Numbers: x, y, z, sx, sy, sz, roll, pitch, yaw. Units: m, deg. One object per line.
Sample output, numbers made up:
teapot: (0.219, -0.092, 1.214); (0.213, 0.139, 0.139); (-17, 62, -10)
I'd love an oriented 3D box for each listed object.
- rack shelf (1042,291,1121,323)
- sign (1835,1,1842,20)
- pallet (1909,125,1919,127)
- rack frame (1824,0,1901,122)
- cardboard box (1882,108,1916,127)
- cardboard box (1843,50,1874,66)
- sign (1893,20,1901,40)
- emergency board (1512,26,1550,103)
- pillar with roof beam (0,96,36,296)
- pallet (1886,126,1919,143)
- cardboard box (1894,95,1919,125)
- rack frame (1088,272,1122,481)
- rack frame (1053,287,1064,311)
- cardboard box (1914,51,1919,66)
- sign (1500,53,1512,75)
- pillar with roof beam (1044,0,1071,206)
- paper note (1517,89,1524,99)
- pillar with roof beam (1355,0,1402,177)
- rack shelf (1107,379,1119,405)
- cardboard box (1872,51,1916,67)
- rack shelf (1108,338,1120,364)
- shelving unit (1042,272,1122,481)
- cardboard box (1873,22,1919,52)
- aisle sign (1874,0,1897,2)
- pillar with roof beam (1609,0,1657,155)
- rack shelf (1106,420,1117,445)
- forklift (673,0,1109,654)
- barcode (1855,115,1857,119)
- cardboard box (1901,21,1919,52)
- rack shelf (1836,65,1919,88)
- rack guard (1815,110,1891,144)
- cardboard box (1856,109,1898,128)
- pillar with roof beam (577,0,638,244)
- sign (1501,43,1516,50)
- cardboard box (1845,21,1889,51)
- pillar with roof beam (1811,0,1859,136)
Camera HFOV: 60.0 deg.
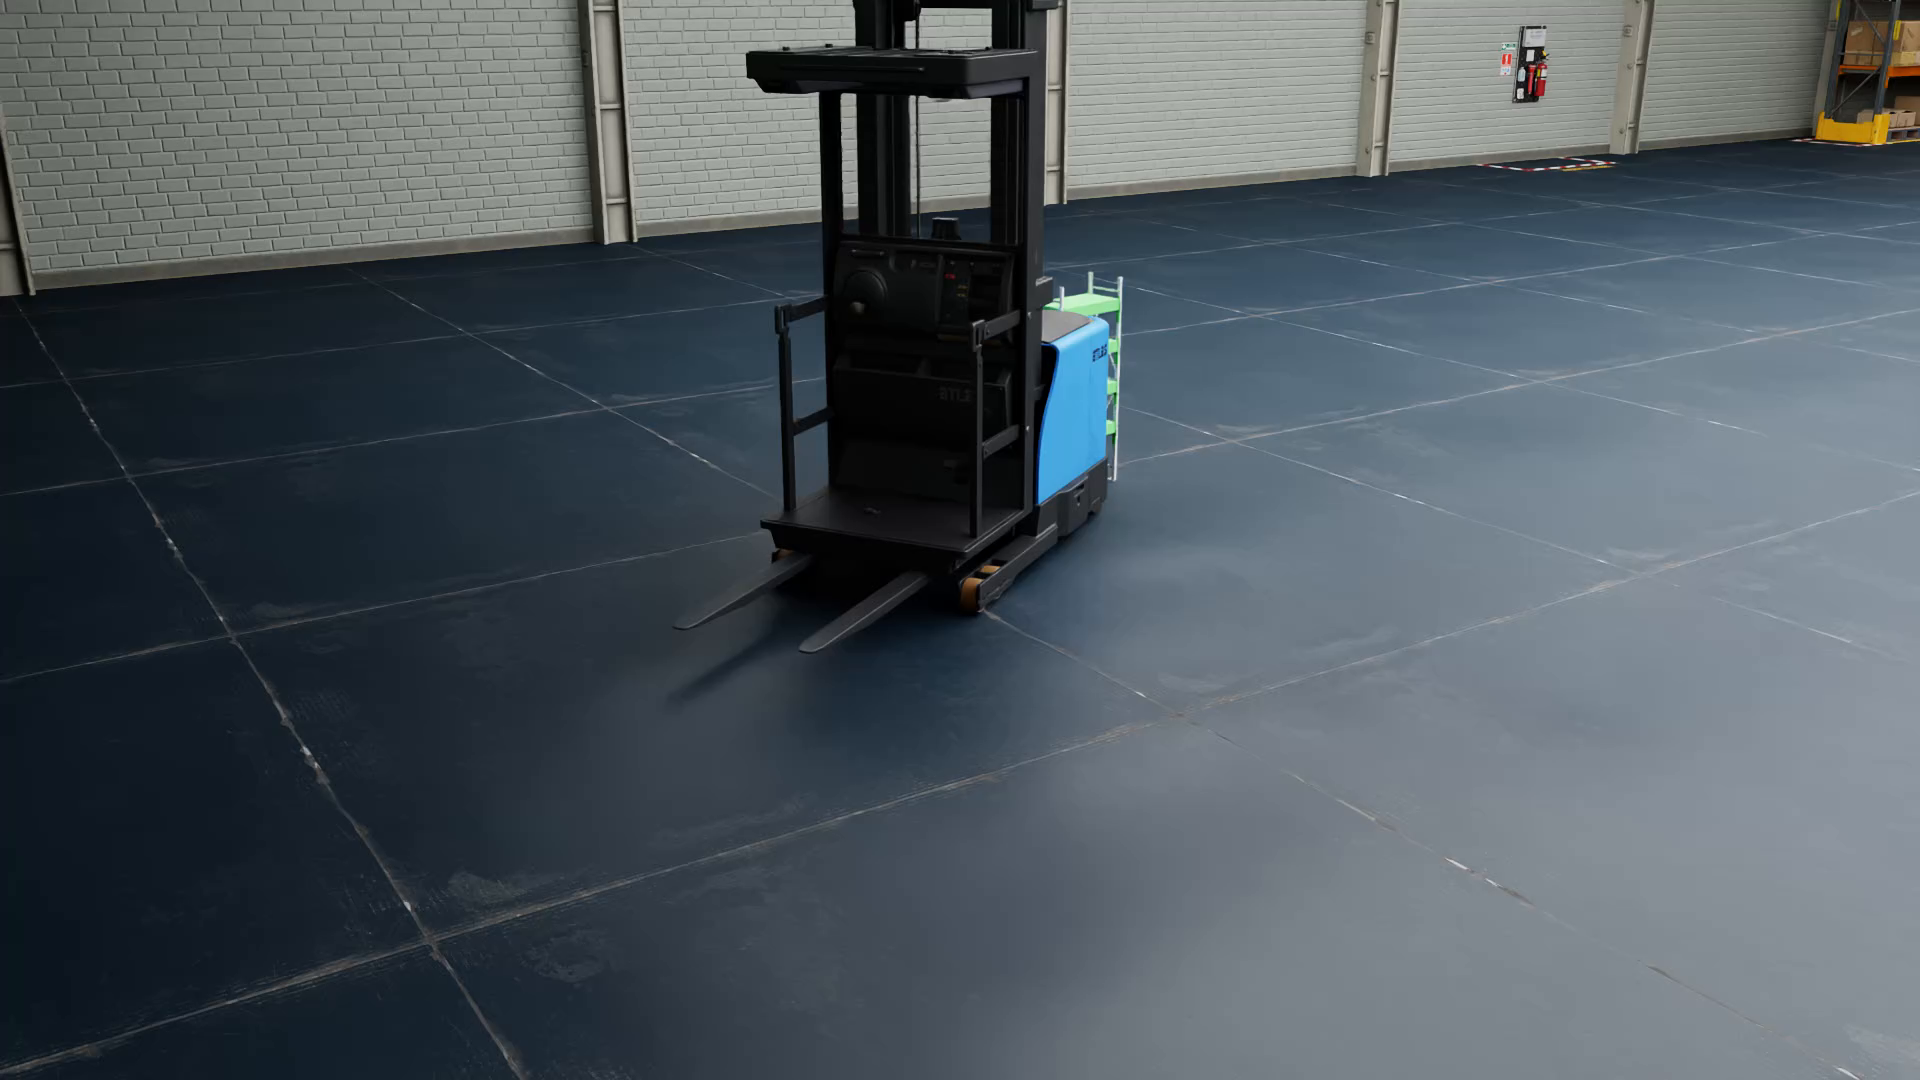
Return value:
rack shelf: (0.654, -1.284, 9.368); (0.480, 0.148, 0.258); (-17, 25, -41)
sign: (15.786, -9.496, 29.847); (0.005, 0.325, 0.100); (-12, 22, -31)
pallet: (17.854, -7.685, 31.147); (1.213, 0.211, 1.003); (-12, 22, -31)
rack frame: (16.074, -8.645, 29.633); (0.127, 3.000, 1.000); (-12, 22, -31)
cardboard box: (17.178, -7.778, 30.580); (0.500, 0.311, 0.500); (-10, 21, -27)
cardboard box: (16.358, -8.718, 30.051); (0.500, 0.250, 0.500); (-12, 22, -31)
sign: (16.373, -8.910, 29.066); (0.005, 0.325, 0.100); (-12, 22, -31)
emergency board: (9.087, -7.518, 26.299); (0.643, 1.169, 0.194); (-12, 22, -31)
pillar with roof beam: (-6.504, -5.406, 10.685); (0.400, 9.000, 9.100); (-12, 22, -31)
pallet: (16.836, -7.471, 30.515); (1.213, 0.211, 1.003); (-12, 22, -31)
cardboard box: (17.818, -7.984, 30.892); (0.500, 0.500, 0.700); (-14, 23, -35)
rack frame: (0.828, -0.944, 9.662); (0.015, 1.200, 0.240); (-17, 25, -41)
rack frame: (0.479, -0.835, 9.339); (0.015, 1.200, 0.240); (-17, 25, -41)
cardboard box: (17.082, -8.680, 29.939); (0.500, 0.250, 0.500); (-13, 22, -33)
sign: (8.569, -7.465, 26.087); (0.234, 0.329, 0.001); (-12, 22, -31)
pillar with roof beam: (3.518, -7.520, 16.937); (0.400, 9.000, 9.100); (-12, 22, -31)
paper note: (8.902, -7.088, 26.403); (0.142, 0.148, 0.016); (-12, 22, -31)
pillar with roof beam: (8.529, -8.577, 20.064); (0.400, 9.000, 9.100); (-12, 22, -31)
rack shelf: (0.653, -0.829, 9.521); (0.480, 0.148, 0.258); (-17, 25, -41)
cardboard box: (16.657, -8.585, 29.657); (0.500, 0.250, 0.500); (-13, 22, -33)
rack shelf: (0.654, -1.056, 9.444); (0.480, 0.148, 0.258); (-17, 25, -41)
shelving unit: (0.653, -0.889, 9.501); (0.503, 1.200, 0.258); (-17, 25, -41)
cardboard box: (16.638, -8.943, 29.545); (0.500, 0.500, 0.500); (-12, 22, -31)
aisle sign: (16.179, -9.784, 28.942); (0.004, 0.787, 0.394); (-12, 22, -31)
pillar with roof beam: (13.540, -9.634, 23.190); (0.400, 9.000, 9.100); (-12, 22, -31)
rack shelf: (0.653, -0.601, 9.597); (0.480, 0.148, 0.258); (-17, 25, -41)
forklift: (-0.265, -1.206, 7.737); (1.130, 2.935, 3.031); (8, 20, 24)
barcode: (16.497, -7.792, 30.607); (0.075, 0.075, 0.001); (-12, 22, -31)
cardboard box: (17.057, -9.027, 29.795); (0.500, 0.500, 0.500); (-12, 22, -31)
rack shelf: (17.745, -8.657, 30.791); (4.000, 0.370, 1.077); (-12, 22, -31)
rack guard: (16.138, -7.475, 30.073); (0.348, 0.500, 1.175); (-12, 22, -31)
cardboard box: (16.702, -7.678, 30.283); (0.500, 0.311, 0.500); (-15, 24, -37)
pillar with roof beam: (-1.493, -6.463, 13.811); (0.400, 9.000, 9.100); (-12, 22, -31)
sign: (8.578, -7.715, 25.997); (0.331, 0.109, 0.001); (-12, 22, -31)
cardboard box: (16.351, -9.079, 29.948); (0.500, 0.500, 0.500); (-12, 22, -32)
pillar with roof beam: (18.551, -10.690, 26.316); (0.400, 9.000, 9.100); (-12, 22, -31)
